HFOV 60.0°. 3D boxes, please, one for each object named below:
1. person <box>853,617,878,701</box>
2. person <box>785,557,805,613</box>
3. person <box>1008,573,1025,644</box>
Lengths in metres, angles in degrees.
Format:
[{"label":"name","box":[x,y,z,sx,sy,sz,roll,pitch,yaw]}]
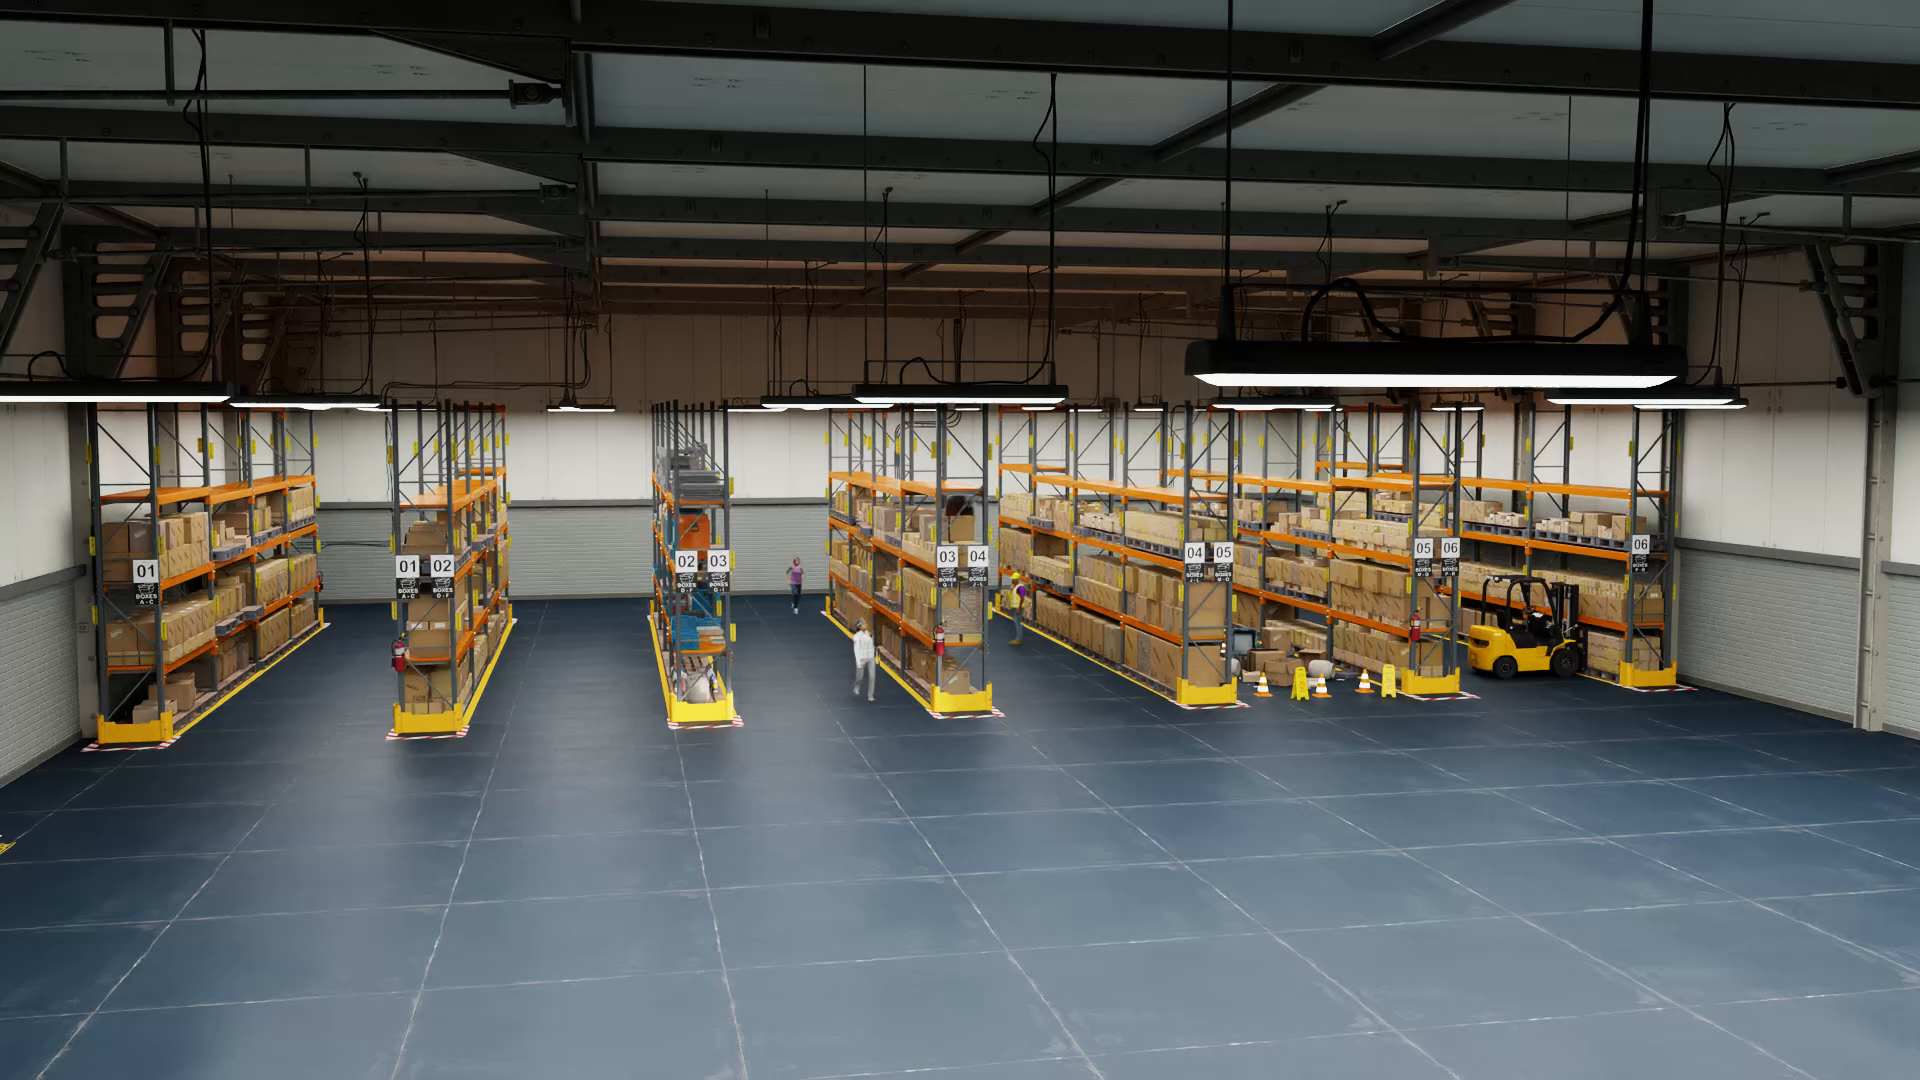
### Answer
[{"label":"person","box":[-1.887,2.373,33.366,0.518,1.658,0.697,-1,4,-15]},{"label":"person","box":[-4.783,1.293,48.386,0.544,1.601,0.799,-2,5,-25]},{"label":"person","box":[1.378,1.700,41.491,0.425,1.769,0.591,-2,5,-24]}]
